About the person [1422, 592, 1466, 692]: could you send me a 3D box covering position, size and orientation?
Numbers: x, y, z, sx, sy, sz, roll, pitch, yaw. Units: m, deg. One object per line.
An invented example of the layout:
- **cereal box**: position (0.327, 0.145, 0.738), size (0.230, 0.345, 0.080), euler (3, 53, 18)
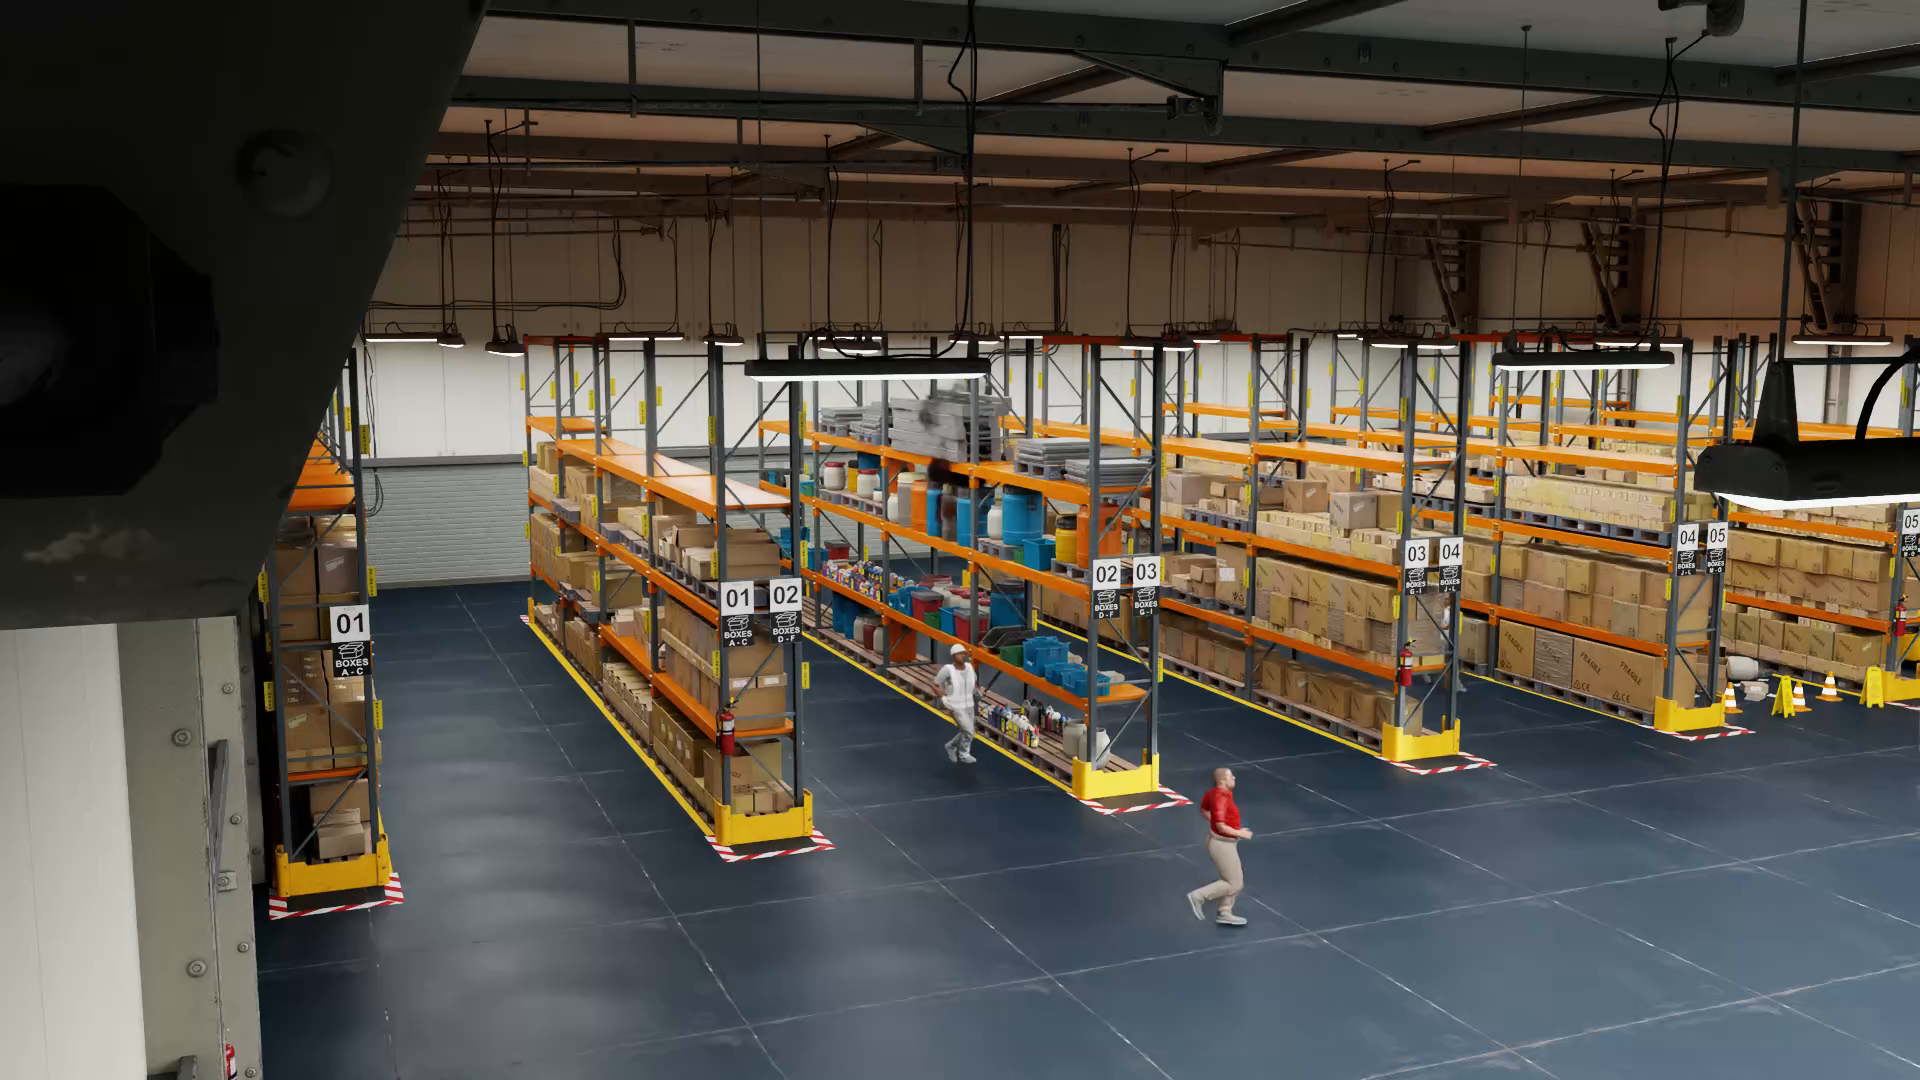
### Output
- **person**: position (8.310, 1.690, 28.448), size (0.589, 1.654, 1.034), euler (-2, 8, -17)

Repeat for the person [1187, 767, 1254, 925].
- **person**: position (2.700, 3.201, 17.368), size (0.678, 1.676, 0.664), euler (0, 8, -3)

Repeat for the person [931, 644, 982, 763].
- **person**: position (-0.017, 2.287, 22.850), size (0.695, 1.734, 0.817), euler (-6, 9, -36)
